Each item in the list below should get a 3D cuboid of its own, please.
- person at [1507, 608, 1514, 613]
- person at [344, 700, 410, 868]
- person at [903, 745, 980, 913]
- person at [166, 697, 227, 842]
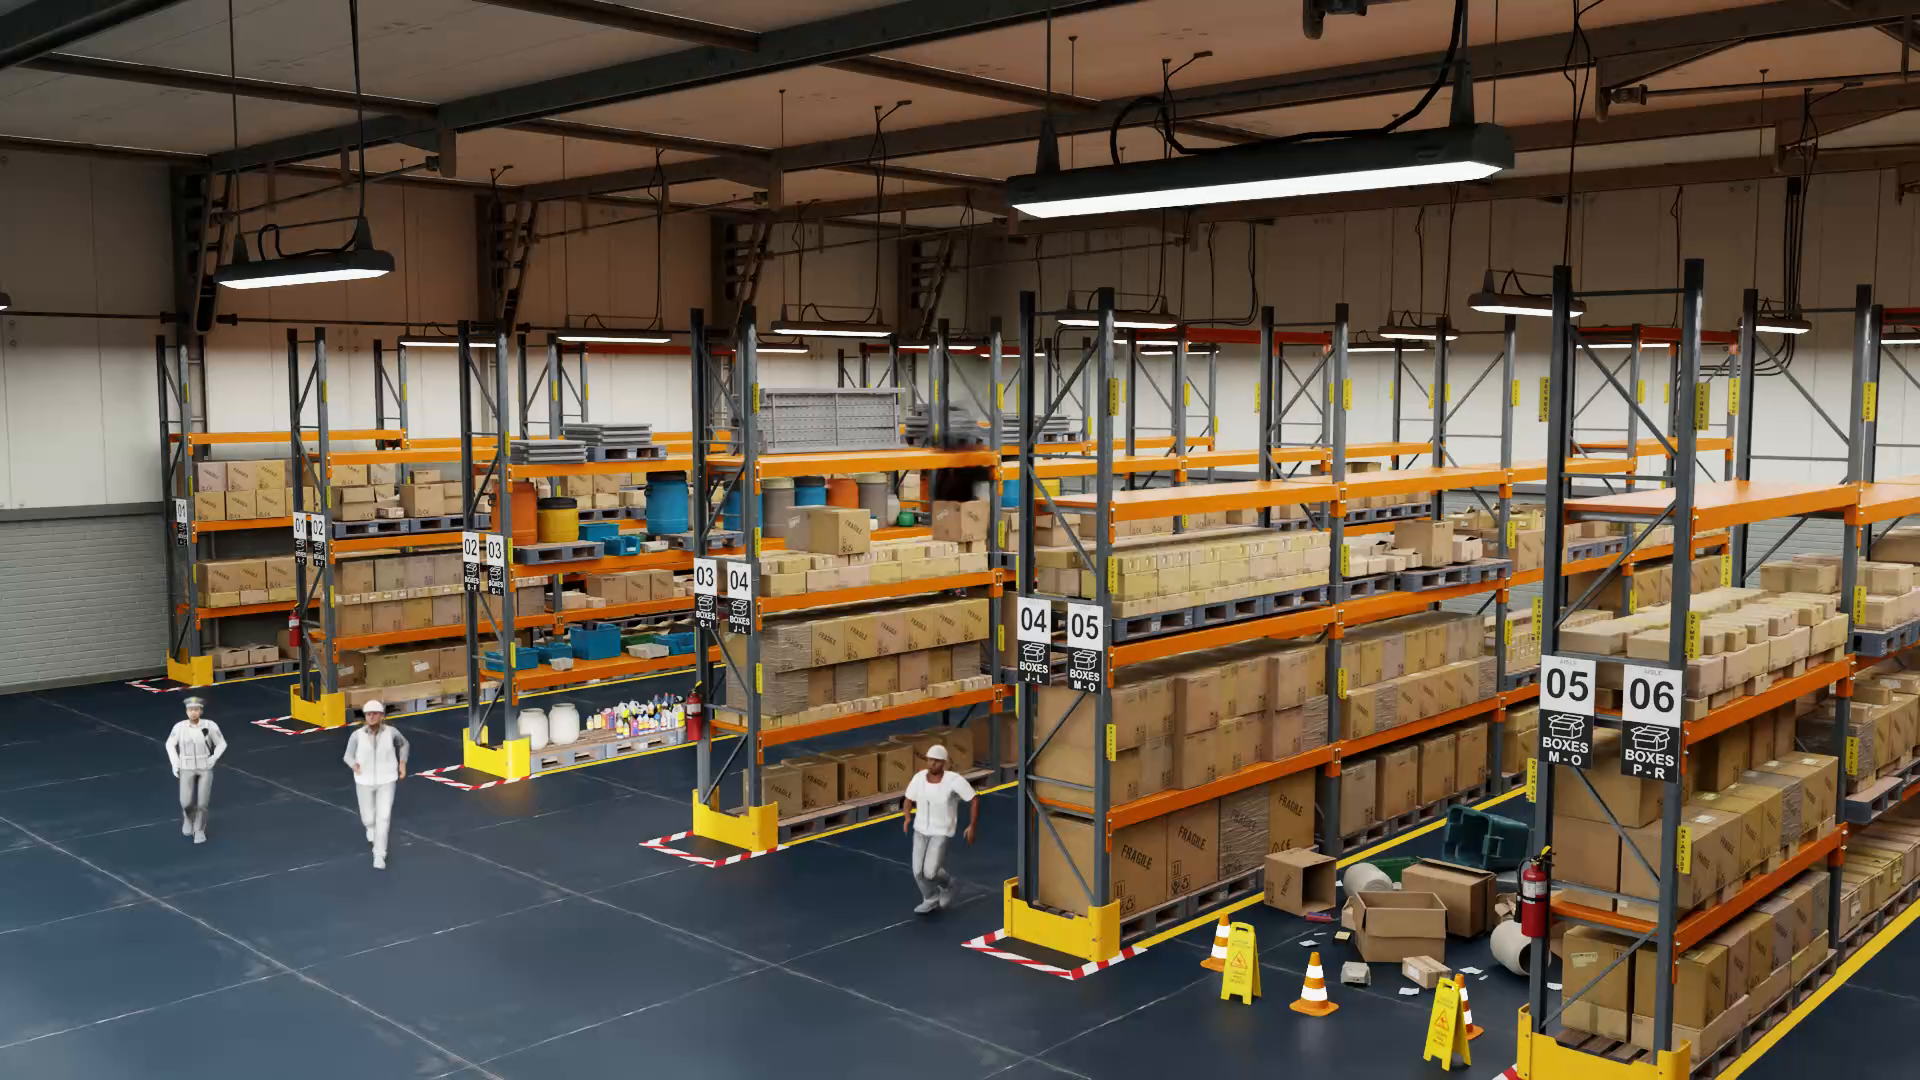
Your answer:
[{"bbox_3d":[8.540,1.898,25.869,0.872,1.739,0.620,-5,7,-42],"label":"person"},{"bbox_3d":[-6.307,2.603,18.002,0.676,1.741,0.971,-2,6,-16],"label":"person"},{"bbox_3d":[-0.237,2.804,16.028,0.753,1.687,0.563,3,6,28],"label":"person"},{"bbox_3d":[-8.595,2.582,18.740,0.630,1.663,0.538,-2,6,-23],"label":"person"}]
